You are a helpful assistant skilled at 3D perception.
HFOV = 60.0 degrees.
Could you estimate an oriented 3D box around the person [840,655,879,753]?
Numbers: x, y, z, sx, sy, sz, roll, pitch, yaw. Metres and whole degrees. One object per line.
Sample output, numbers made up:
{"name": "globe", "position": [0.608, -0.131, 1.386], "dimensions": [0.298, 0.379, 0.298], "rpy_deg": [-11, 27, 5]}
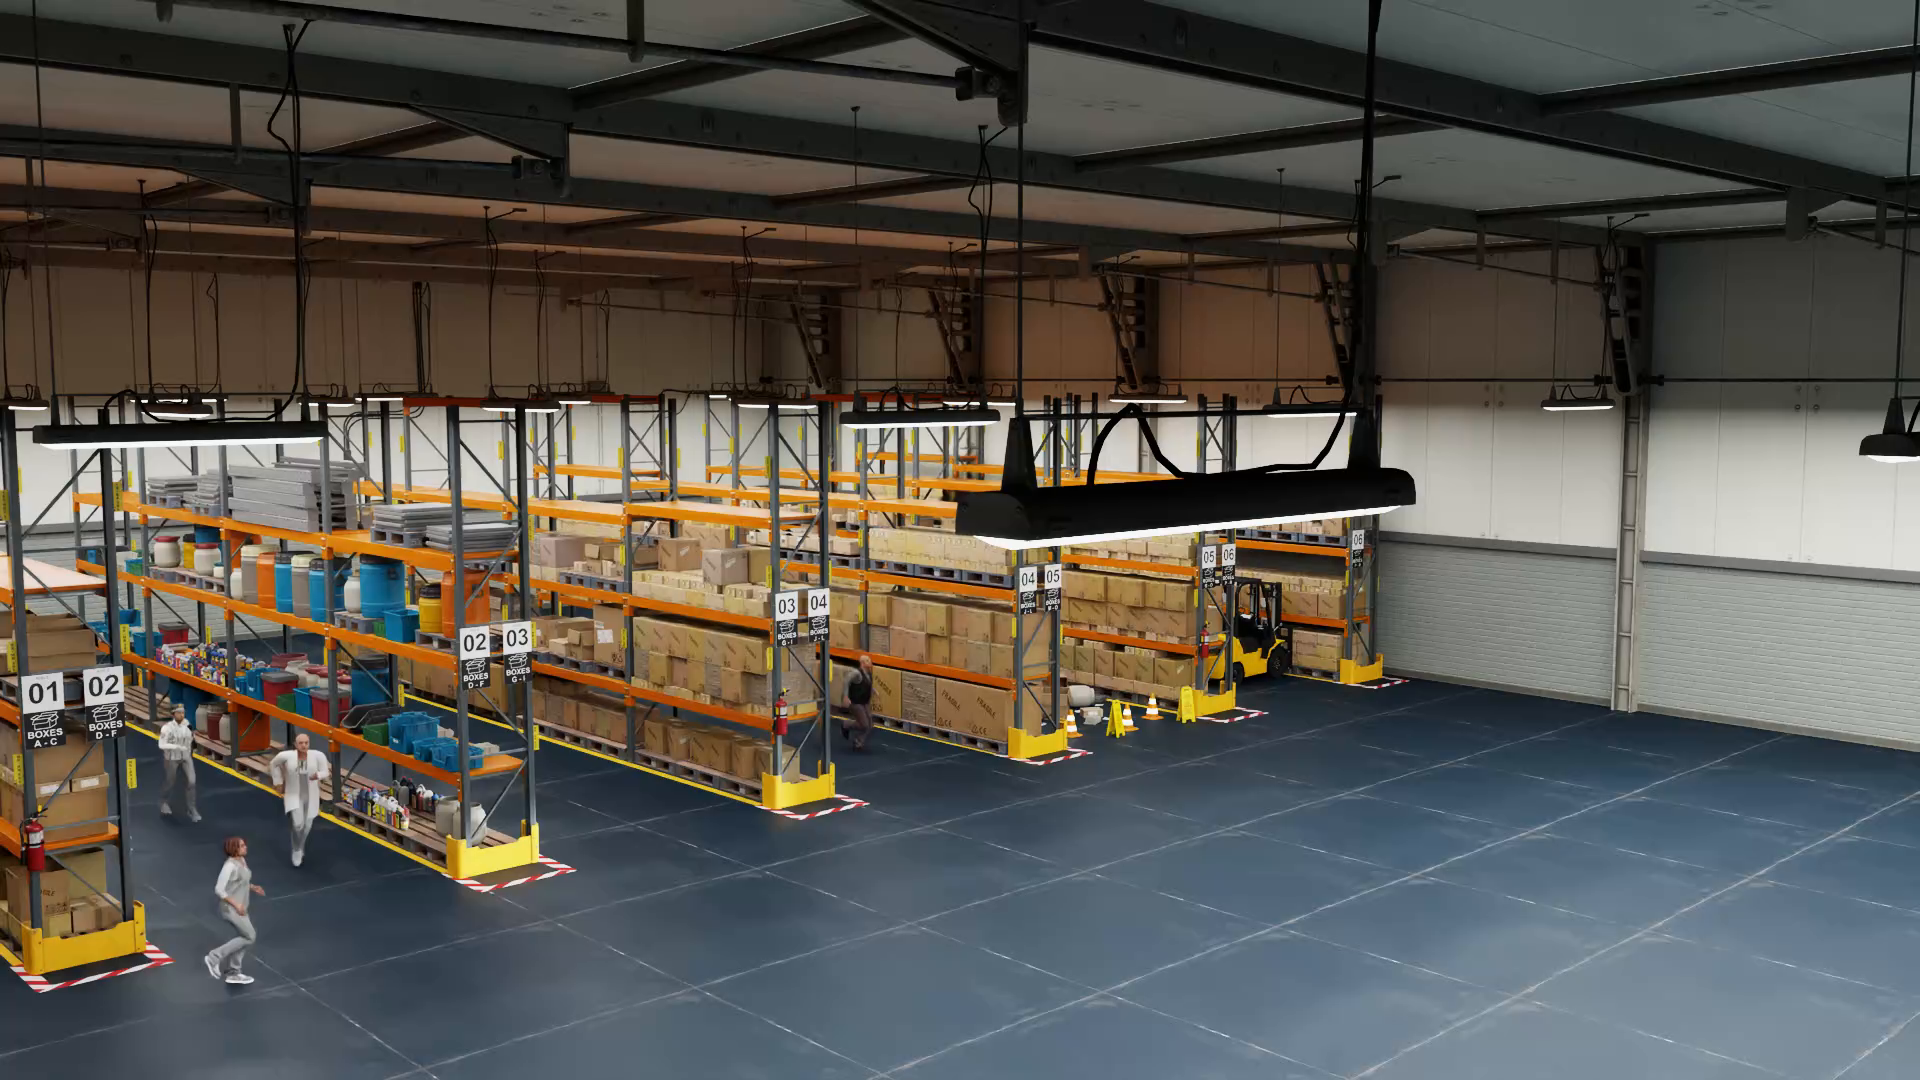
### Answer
{"name": "person", "position": [-1.716, 2.754, 28.235], "dimensions": [0.663, 1.599, 0.610], "rpy_deg": [3, 6, 28]}

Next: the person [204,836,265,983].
{"name": "person", "position": [-7.610, 3.879, 17.448], "dimensions": [0.575, 1.571, 0.529], "rpy_deg": [-1, 6, -13]}

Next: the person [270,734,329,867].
{"name": "person", "position": [-8.567, 3.362, 21.630], "dimensions": [0.649, 1.740, 0.908], "rpy_deg": [-4, 7, -36]}

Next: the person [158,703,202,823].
{"name": "person", "position": [-11.276, 3.173, 23.928], "dimensions": [0.857, 1.719, 0.562], "rpy_deg": [5, 7, 39]}
